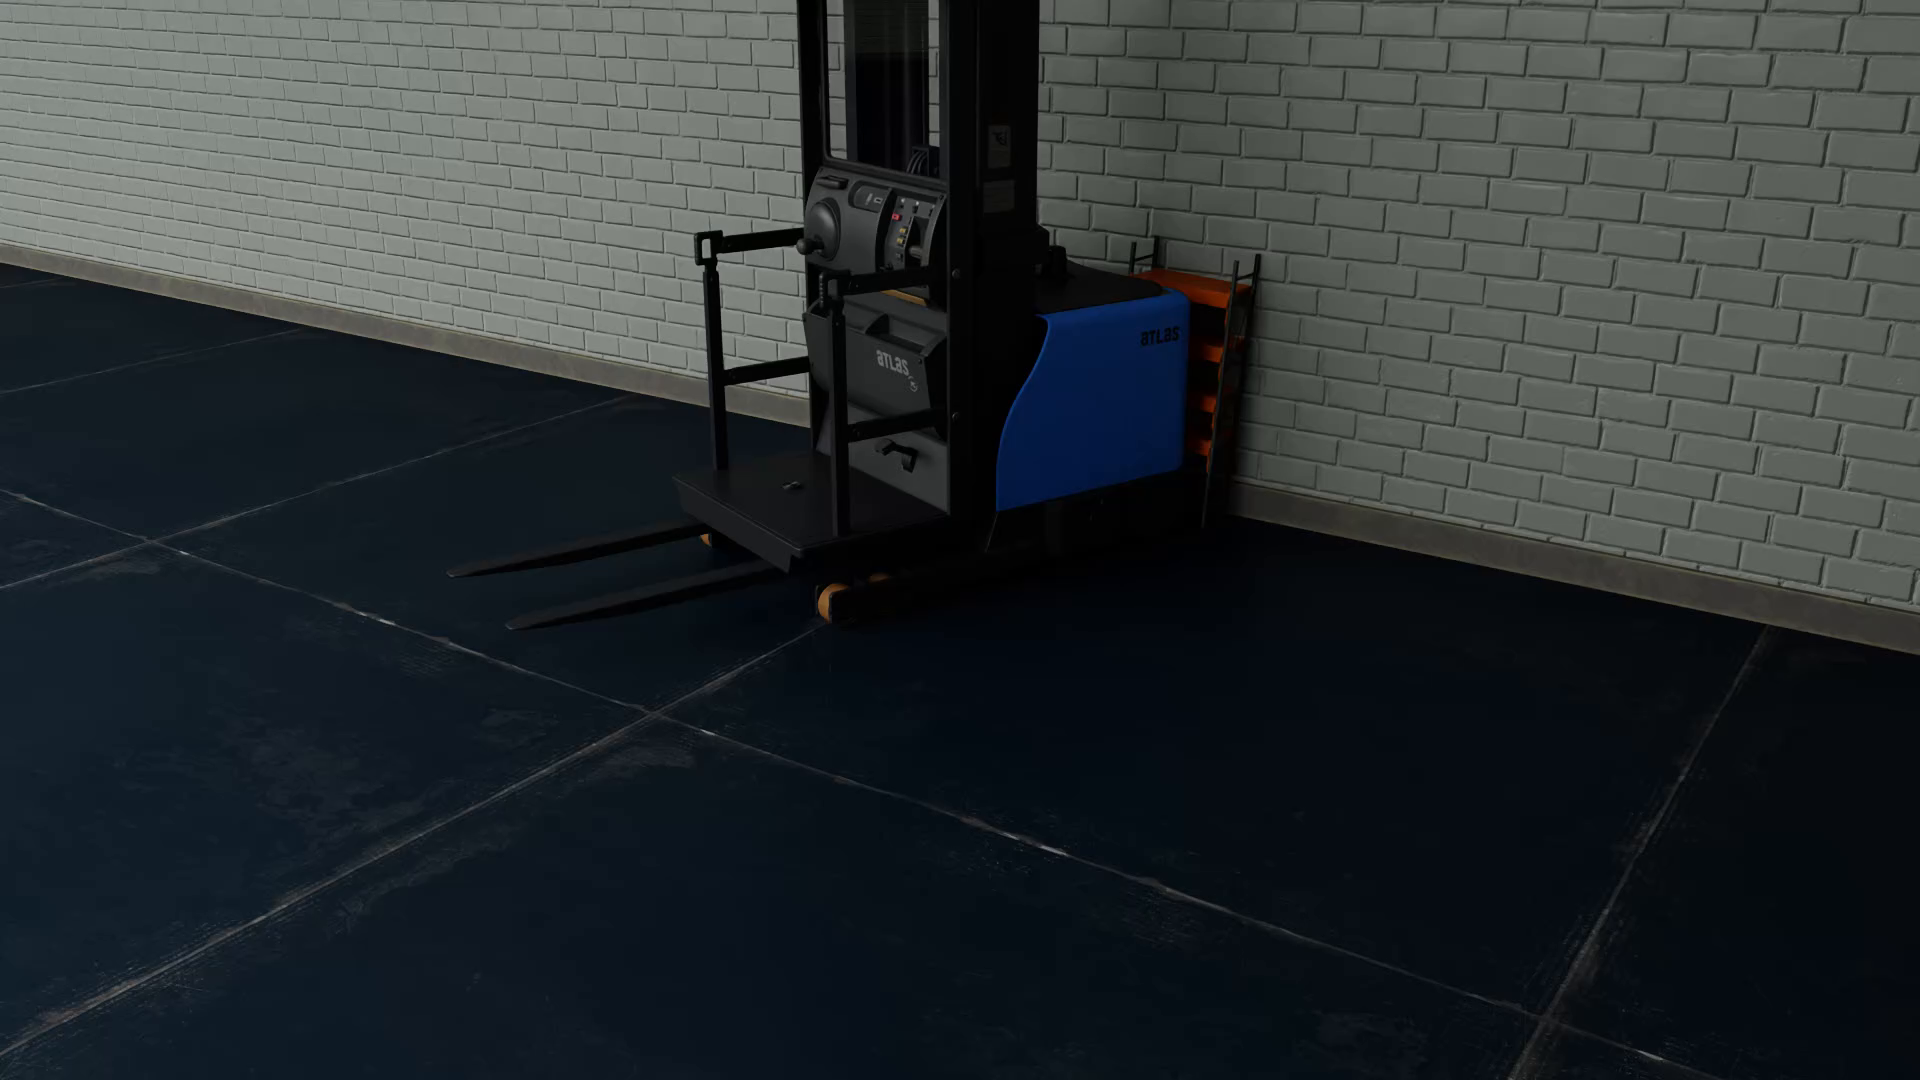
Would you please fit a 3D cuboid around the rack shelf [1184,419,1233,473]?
[{"bbox_3d":[0.962,-0.456,7.499,0.480,0.148,0.258,17,24,30],"label":"rack shelf"}]

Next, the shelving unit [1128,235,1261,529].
[{"bbox_3d":[0.980,-0.704,7.403,0.503,1.200,0.258,17,24,30],"label":"shelving unit"}]

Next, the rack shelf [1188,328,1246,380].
[{"bbox_3d":[0.990,-0.849,7.347,0.480,0.148,0.258,17,24,30],"label":"rack shelf"}]

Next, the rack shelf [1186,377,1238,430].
[{"bbox_3d":[0.976,-0.641,7.428,0.480,0.148,0.258,17,24,30],"label":"rack shelf"}]

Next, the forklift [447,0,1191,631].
[{"bbox_3d":[-0.513,-1.250,6.421,3.031,2.935,1.130,-14,24,-32],"label":"forklift"}]

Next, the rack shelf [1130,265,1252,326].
[{"bbox_3d":[1.006,-1.070,7.262,0.480,0.148,0.258,17,24,30],"label":"rack shelf"}]

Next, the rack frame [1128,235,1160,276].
[{"bbox_3d":[0.777,-0.765,7.525,0.015,1.200,0.240,17,24,30],"label":"rack frame"}]

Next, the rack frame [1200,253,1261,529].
[{"bbox_3d":[1.183,-0.643,7.282,0.015,1.200,0.240,17,24,30],"label":"rack frame"}]
